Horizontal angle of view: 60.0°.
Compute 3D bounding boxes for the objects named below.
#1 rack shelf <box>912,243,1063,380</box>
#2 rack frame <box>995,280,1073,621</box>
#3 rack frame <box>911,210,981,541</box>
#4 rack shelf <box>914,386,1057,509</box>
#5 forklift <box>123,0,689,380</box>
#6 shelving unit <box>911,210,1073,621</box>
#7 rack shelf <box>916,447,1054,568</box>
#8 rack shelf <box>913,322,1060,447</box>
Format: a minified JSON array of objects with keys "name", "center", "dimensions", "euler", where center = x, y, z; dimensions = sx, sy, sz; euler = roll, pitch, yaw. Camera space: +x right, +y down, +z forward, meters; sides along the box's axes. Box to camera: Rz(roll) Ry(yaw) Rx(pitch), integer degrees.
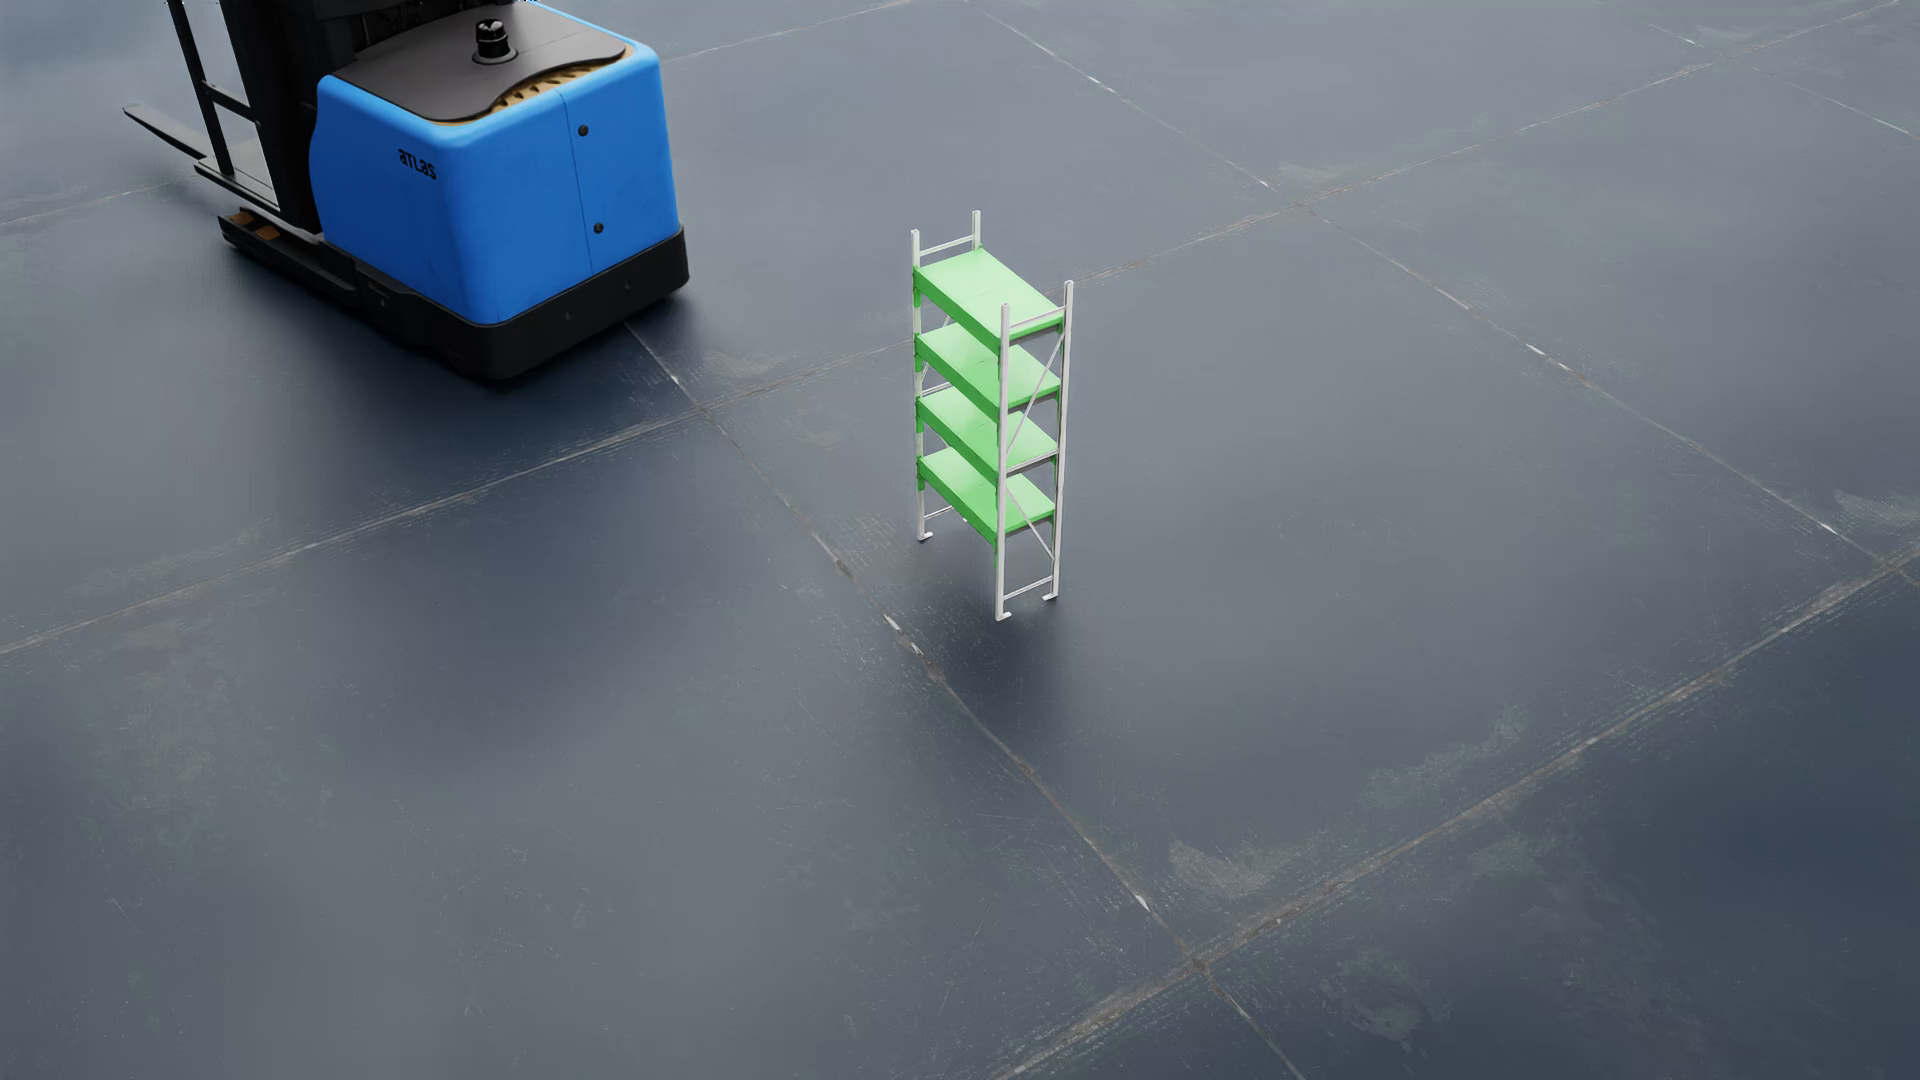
[{"name":"rack shelf","center":[0.089,-0.691,4.992],"dimensions":[0.258,0.148,0.480],"euler":[-22,45,-24]},{"name":"rack frame","center":[0.220,-0.240,5.101],"dimensions":[0.240,1.200,0.015],"euler":[-22,45,-24]},{"name":"rack frame","center":[-0.042,-0.503,5.417],"dimensions":[0.240,1.200,0.015],"euler":[-22,45,-24]},{"name":"rack shelf","center":[0.089,-0.323,5.300],"dimensions":[0.258,0.148,0.480],"euler":[-22,45,-24]},{"name":"forklift","center":[-2.584,-2.538,6.506],"dimensions":[3.031,2.935,1.130],"euler":[28,47,30]},{"name":"shelving unit","center":[0.089,-0.372,5.259],"dimensions":[0.258,1.200,0.503],"euler":[-22,45,-24]},{"name":"rack shelf","center":[0.089,-0.138,5.453],"dimensions":[0.258,0.148,0.480],"euler":[-22,45,-24]},{"name":"rack shelf","center":[0.089,-0.507,5.146],"dimensions":[0.258,0.148,0.480],"euler":[-22,45,-24]}]
